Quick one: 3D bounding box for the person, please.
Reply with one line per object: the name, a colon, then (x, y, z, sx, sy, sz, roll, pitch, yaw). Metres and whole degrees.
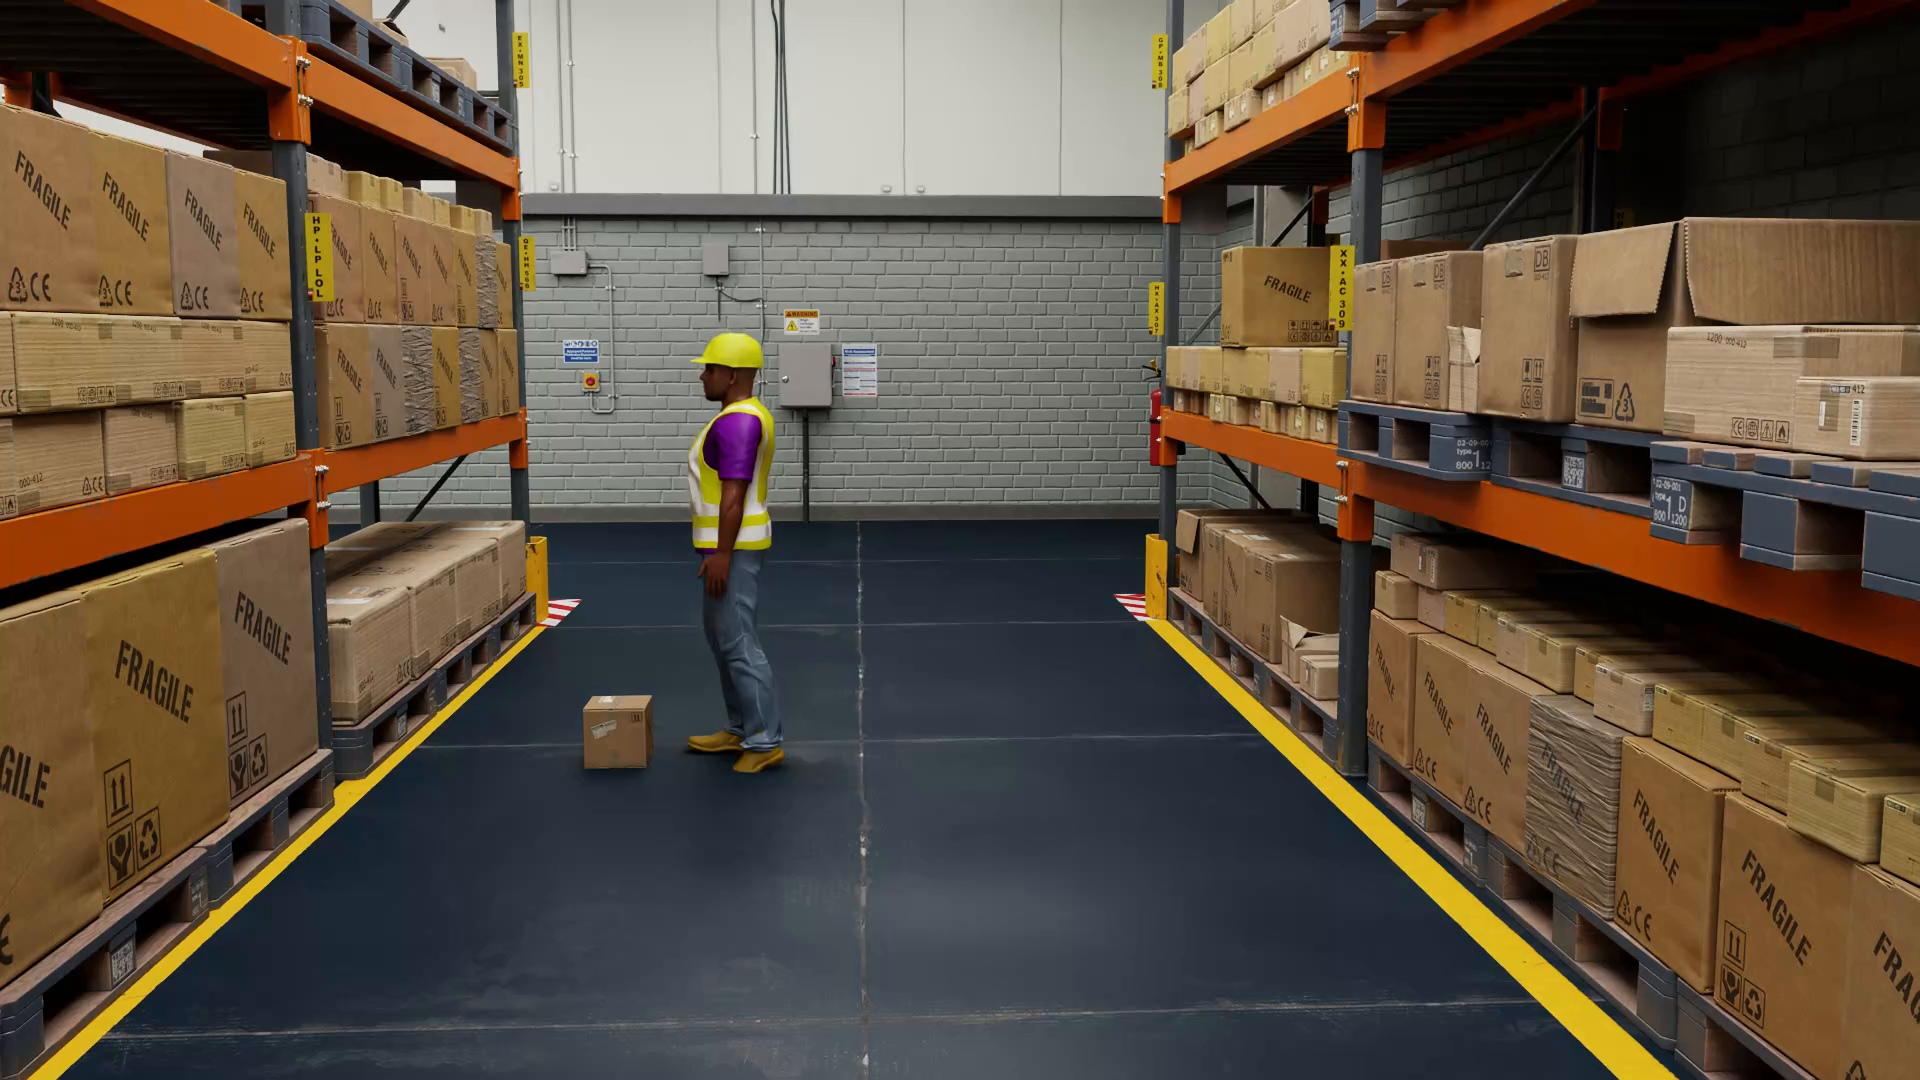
person: (-0.937, 0.073, 6.825, 0.432, 1.833, 0.567, 0, 7, -2)
